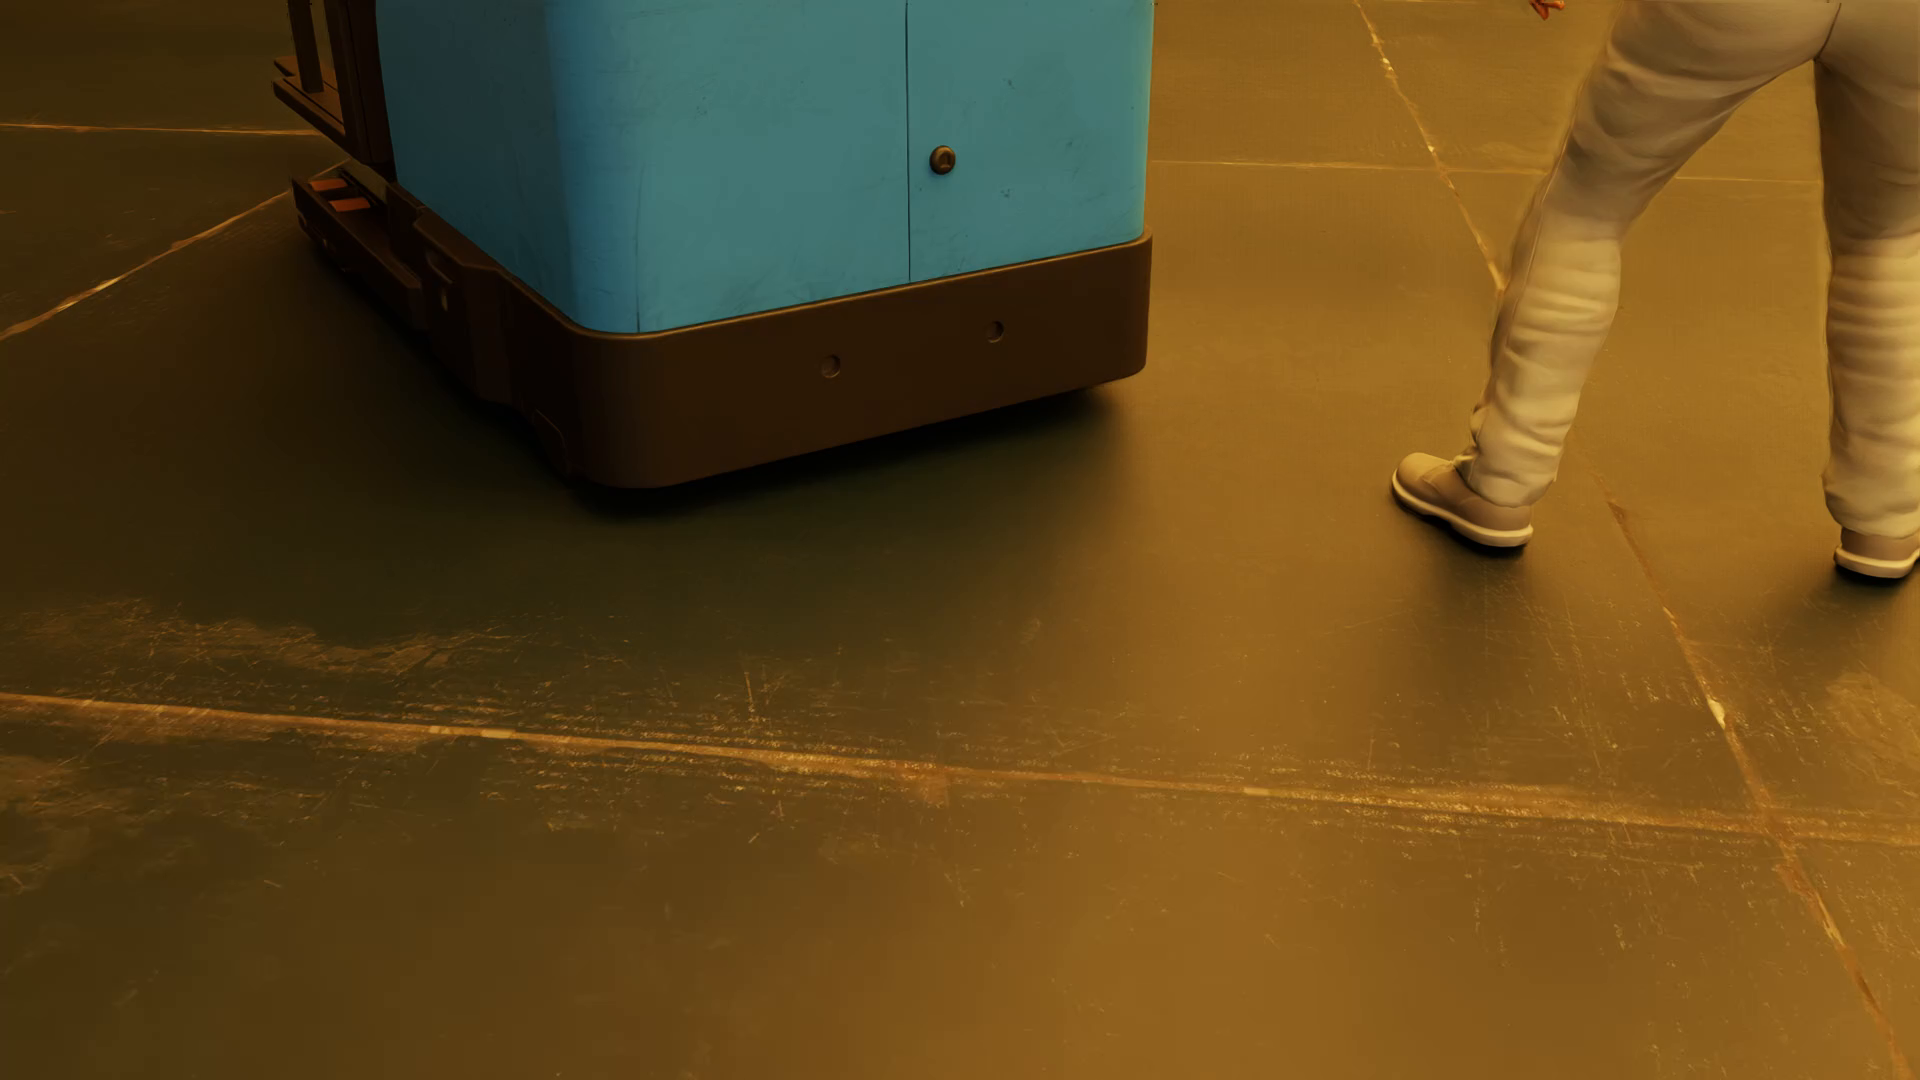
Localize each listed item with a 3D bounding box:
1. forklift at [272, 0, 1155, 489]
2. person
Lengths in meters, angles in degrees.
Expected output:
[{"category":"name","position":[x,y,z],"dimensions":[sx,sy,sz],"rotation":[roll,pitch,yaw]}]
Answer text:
[{"category":"forklift","position":[-0.874,-2.002,3.230],"dimensions":[1.130,2.935,3.031],"rotation":[-16,30,-28]},{"category":"person","position":[1.107,-0.740,2.190],"dimensions":[0.868,1.618,0.452],"rotation":[5,27,9]}]
